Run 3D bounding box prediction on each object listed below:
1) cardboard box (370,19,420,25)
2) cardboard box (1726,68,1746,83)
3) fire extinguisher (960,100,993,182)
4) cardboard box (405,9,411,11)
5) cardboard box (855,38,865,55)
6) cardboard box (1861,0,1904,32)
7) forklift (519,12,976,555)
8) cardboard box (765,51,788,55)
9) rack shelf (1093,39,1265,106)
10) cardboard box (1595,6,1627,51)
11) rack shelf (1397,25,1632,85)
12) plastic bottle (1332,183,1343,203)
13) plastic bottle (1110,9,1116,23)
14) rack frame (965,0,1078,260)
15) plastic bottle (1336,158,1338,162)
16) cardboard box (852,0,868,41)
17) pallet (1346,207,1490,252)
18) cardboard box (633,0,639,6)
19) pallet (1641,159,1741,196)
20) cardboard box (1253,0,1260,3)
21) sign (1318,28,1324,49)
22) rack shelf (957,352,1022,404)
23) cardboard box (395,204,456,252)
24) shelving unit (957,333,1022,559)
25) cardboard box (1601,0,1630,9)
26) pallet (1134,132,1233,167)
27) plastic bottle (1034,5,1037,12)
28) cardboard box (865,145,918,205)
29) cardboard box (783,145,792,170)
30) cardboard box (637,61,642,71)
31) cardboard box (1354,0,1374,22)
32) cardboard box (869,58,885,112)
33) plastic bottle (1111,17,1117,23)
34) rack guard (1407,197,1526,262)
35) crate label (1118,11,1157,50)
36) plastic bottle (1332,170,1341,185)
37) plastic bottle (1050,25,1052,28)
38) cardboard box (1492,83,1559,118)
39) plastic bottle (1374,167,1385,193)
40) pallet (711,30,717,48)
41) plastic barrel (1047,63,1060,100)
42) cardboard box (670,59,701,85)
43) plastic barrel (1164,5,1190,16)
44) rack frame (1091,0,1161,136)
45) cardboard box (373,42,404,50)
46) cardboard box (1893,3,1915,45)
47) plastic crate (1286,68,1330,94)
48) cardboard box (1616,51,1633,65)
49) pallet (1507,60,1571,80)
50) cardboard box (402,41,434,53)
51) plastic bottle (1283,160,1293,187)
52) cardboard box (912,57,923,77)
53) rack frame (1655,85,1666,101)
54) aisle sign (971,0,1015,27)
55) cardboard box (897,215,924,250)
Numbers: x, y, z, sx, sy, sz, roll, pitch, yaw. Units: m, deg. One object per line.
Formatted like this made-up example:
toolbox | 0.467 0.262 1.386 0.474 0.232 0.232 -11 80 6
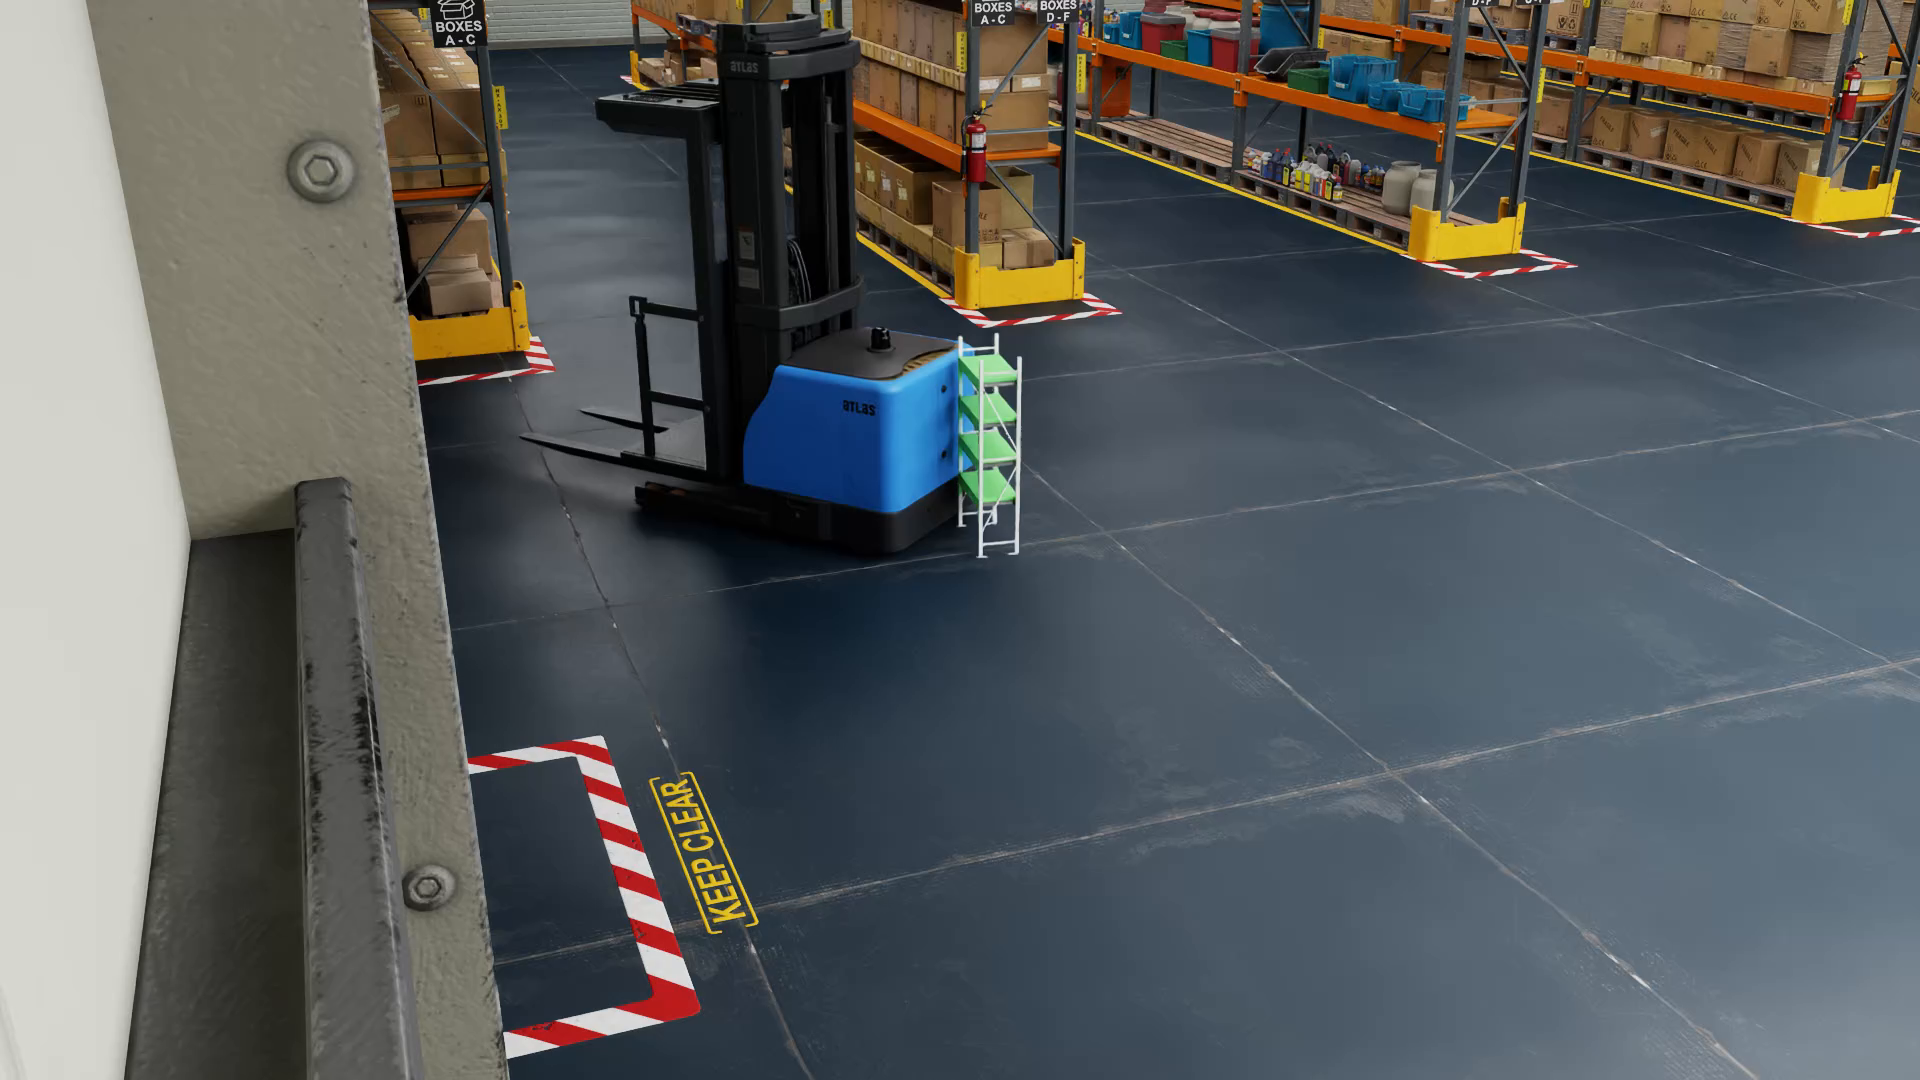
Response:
cardboard box | -6.291 -5.436 18.289 0.700 0.500 0.500 -8 24 -19
cardboard box | 9.050 -5.350 19.103 0.380 0.149 0.250 -8 24 -19
fire extinguisher | 0.139 -3.438 14.344 0.296 0.674 0.183 -8 24 -19
cardboard box | -6.857 -6.555 20.136 0.500 0.250 0.500 -8 24 -18
cardboard box | -0.879 -5.163 17.374 0.380 0.149 0.250 -8 24 -18
cardboard box | 9.861 -5.819 18.095 0.500 0.500 0.500 -8 24 -19
forklift | -1.440 -1.661 10.117 3.031 2.935 1.130 12 26 27
cardboard box | -2.159 -6.095 20.662 0.500 0.311 0.500 -9 24 -20
rack shelf | 3.048 -6.107 21.504 1.077 0.370 4.000 -8 24 -19
cardboard box | 8.489 -6.403 20.767 0.875 0.500 0.500 -8 24 -19
rack shelf | 7.681 -6.787 23.116 1.077 0.370 4.000 -8 24 -19
plastic bottle | 4.108 -3.779 18.090 0.097 0.201 0.097 0 23 0
plastic bottle | 2.241 -7.620 24.317 0.061 0.283 0.133 -8 24 -19
rack frame | 0.532 -3.580 14.582 1.000 3.000 0.127 -8 24 -19
plastic bottle | 4.416 -4.345 19.328 0.061 0.283 0.133 -7 24 -15
cardboard box | -0.718 -5.517 17.379 0.700 0.500 0.500 -8 24 -19
pallet | 4.814 -3.291 17.485 1.003 0.211 1.213 -8 24 -19
cardboard box | -5.210 -9.243 27.888 0.500 0.500 0.500 -8 24 -18
pallet | 9.093 -4.424 20.173 1.003 0.211 1.213 -8 24 -19
cardboard box | 5.147 -9.249 28.354 0.380 0.149 0.250 -8 24 -19
sign | 4.273 -5.911 19.756 0.100 0.325 0.005 -8 24 -19
rack shelf | 0.166 -0.934 9.548 0.258 0.148 0.480 -6 23 -13
cardboard box | -5.110 -3.032 15.933 0.500 0.500 0.500 -10 25 -23
shelving unit | 0.166 -0.550 9.710 0.258 1.200 0.503 -6 23 -13
cardboard box | 8.309 -6.837 20.510 0.500 0.500 0.500 -8 24 -19
pallet | 3.006 -5.151 21.899 1.003 0.211 1.213 -8 24 -19
plastic bottle | 1.160 -7.873 24.931 0.097 0.271 0.097 0 23 0
cardboard box | -0.657 -3.731 16.974 0.500 0.500 0.500 -8 24 -19
cardboard box | -1.835 -4.626 20.063 0.500 0.250 0.500 -8 24 -18
cardboard box | -5.294 -8.084 28.371 0.380 0.149 0.250 -8 24 -19
cardboard box | 6.398 -8.218 25.457 0.500 0.500 0.500 -9 24 -19
cardboard box | -0.526 -4.729 17.178 0.700 0.500 0.500 -9 24 -20
plastic bottle | 2.217 -7.420 23.947 0.097 0.201 0.097 0 23 0
rack guard | 5.096 -3.128 16.727 1.175 0.500 0.348 -8 24 -19
crate label | 2.439 -6.784 22.137 0.502 0.435 0.616 -8 24 -19
plastic bottle | 4.144 -3.927 18.335 0.061 0.283 0.133 -8 24 -19
plastic bottle | 1.378 -7.710 24.444 0.144 0.351 0.185 -8 24 -19
cardboard box | 7.842 -6.048 23.088 0.700 0.500 0.500 -11 25 -24
plastic bottle | 4.697 -4.030 18.596 0.097 0.271 0.097 0 23 0
pallet | -2.599 -6.635 22.078 1.213 0.211 1.003 -8 24 -19
plastic barrel | 1.470 -6.991 25.337 0.421 0.512 0.421 0 23 0
cardboard box | -4.174 -7.160 25.726 0.500 0.500 0.500 -8 24 -19
plastic barrel | 2.904 -6.873 22.249 0.421 0.512 0.421 0 23 0
rack frame | 2.341 -7.165 23.088 1.000 3.000 0.127 -8 24 -19
cardboard box | -5.543 -4.439 15.821 0.500 0.500 0.500 -9 24 -20
cardboard box | 13.205 -6.972 22.436 0.875 0.550 0.550 -8 24 -19
plastic crate | 3.970 -5.082 18.419 0.450 0.188 0.662 -8 24 -19
cardboard box | 8.373 -5.977 20.591 0.380 0.149 0.250 -8 24 -19
pallet | 10.514 -8.375 29.547 1.003 0.211 1.213 -8 24 -19
cardboard box | -5.058 -4.509 15.987 0.500 0.500 0.500 -8 24 -19
plastic bottle | 3.737 -4.179 18.932 0.061 0.283 0.133 -7 24 -17
cardboard box | -0.240 -4.508 15.820 0.380 0.149 0.250 -8 24 -18
rack frame | 11.651 -8.489 26.228 1.000 3.000 0.127 -8 24 -19
aisle sign | 0.280 -4.714 13.925 0.394 0.787 0.004 -8 24 -19
cardboard box | -0.300 -3.023 16.258 0.500 0.250 0.500 -8 24 -19
